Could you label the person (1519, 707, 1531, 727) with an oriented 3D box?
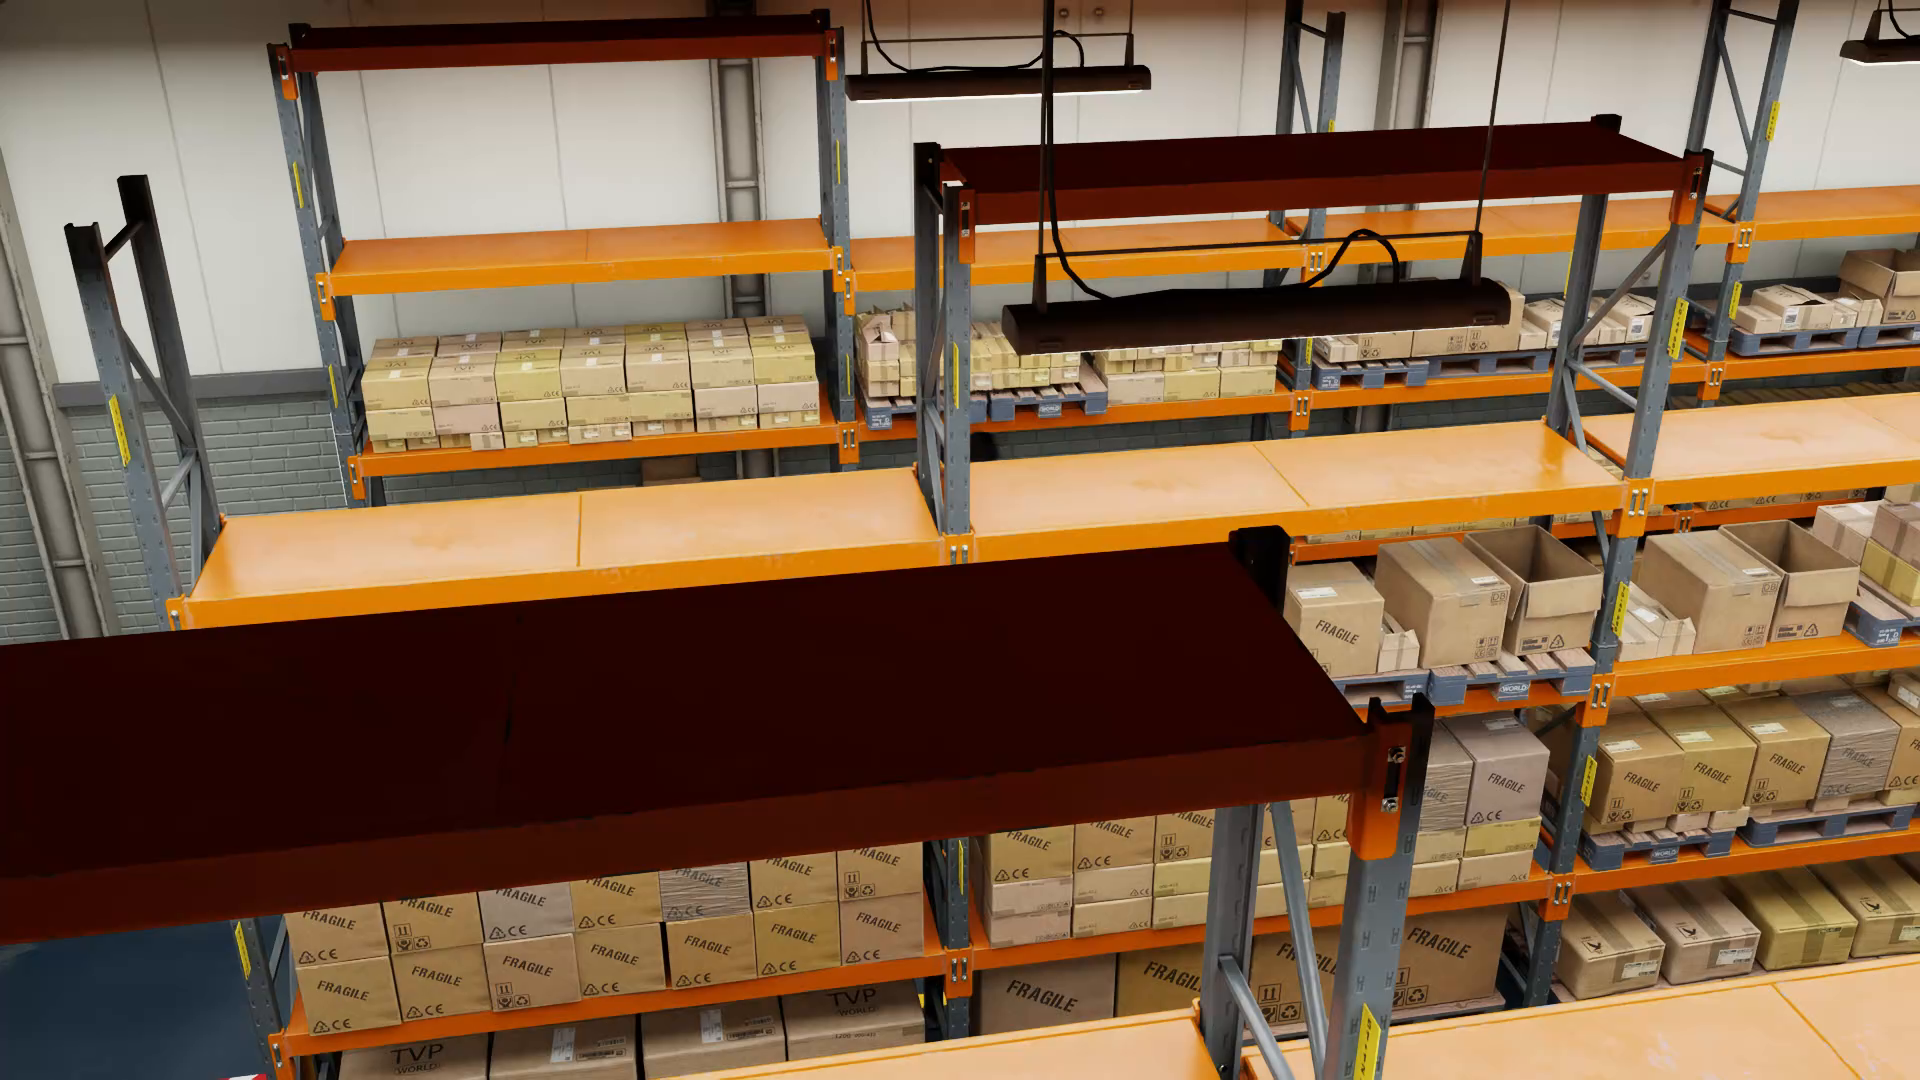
[{"bbox_3d":[4.766,1.367,13.501,0.633,1.735,0.692,-4,26,-7],"label":"person"}]
